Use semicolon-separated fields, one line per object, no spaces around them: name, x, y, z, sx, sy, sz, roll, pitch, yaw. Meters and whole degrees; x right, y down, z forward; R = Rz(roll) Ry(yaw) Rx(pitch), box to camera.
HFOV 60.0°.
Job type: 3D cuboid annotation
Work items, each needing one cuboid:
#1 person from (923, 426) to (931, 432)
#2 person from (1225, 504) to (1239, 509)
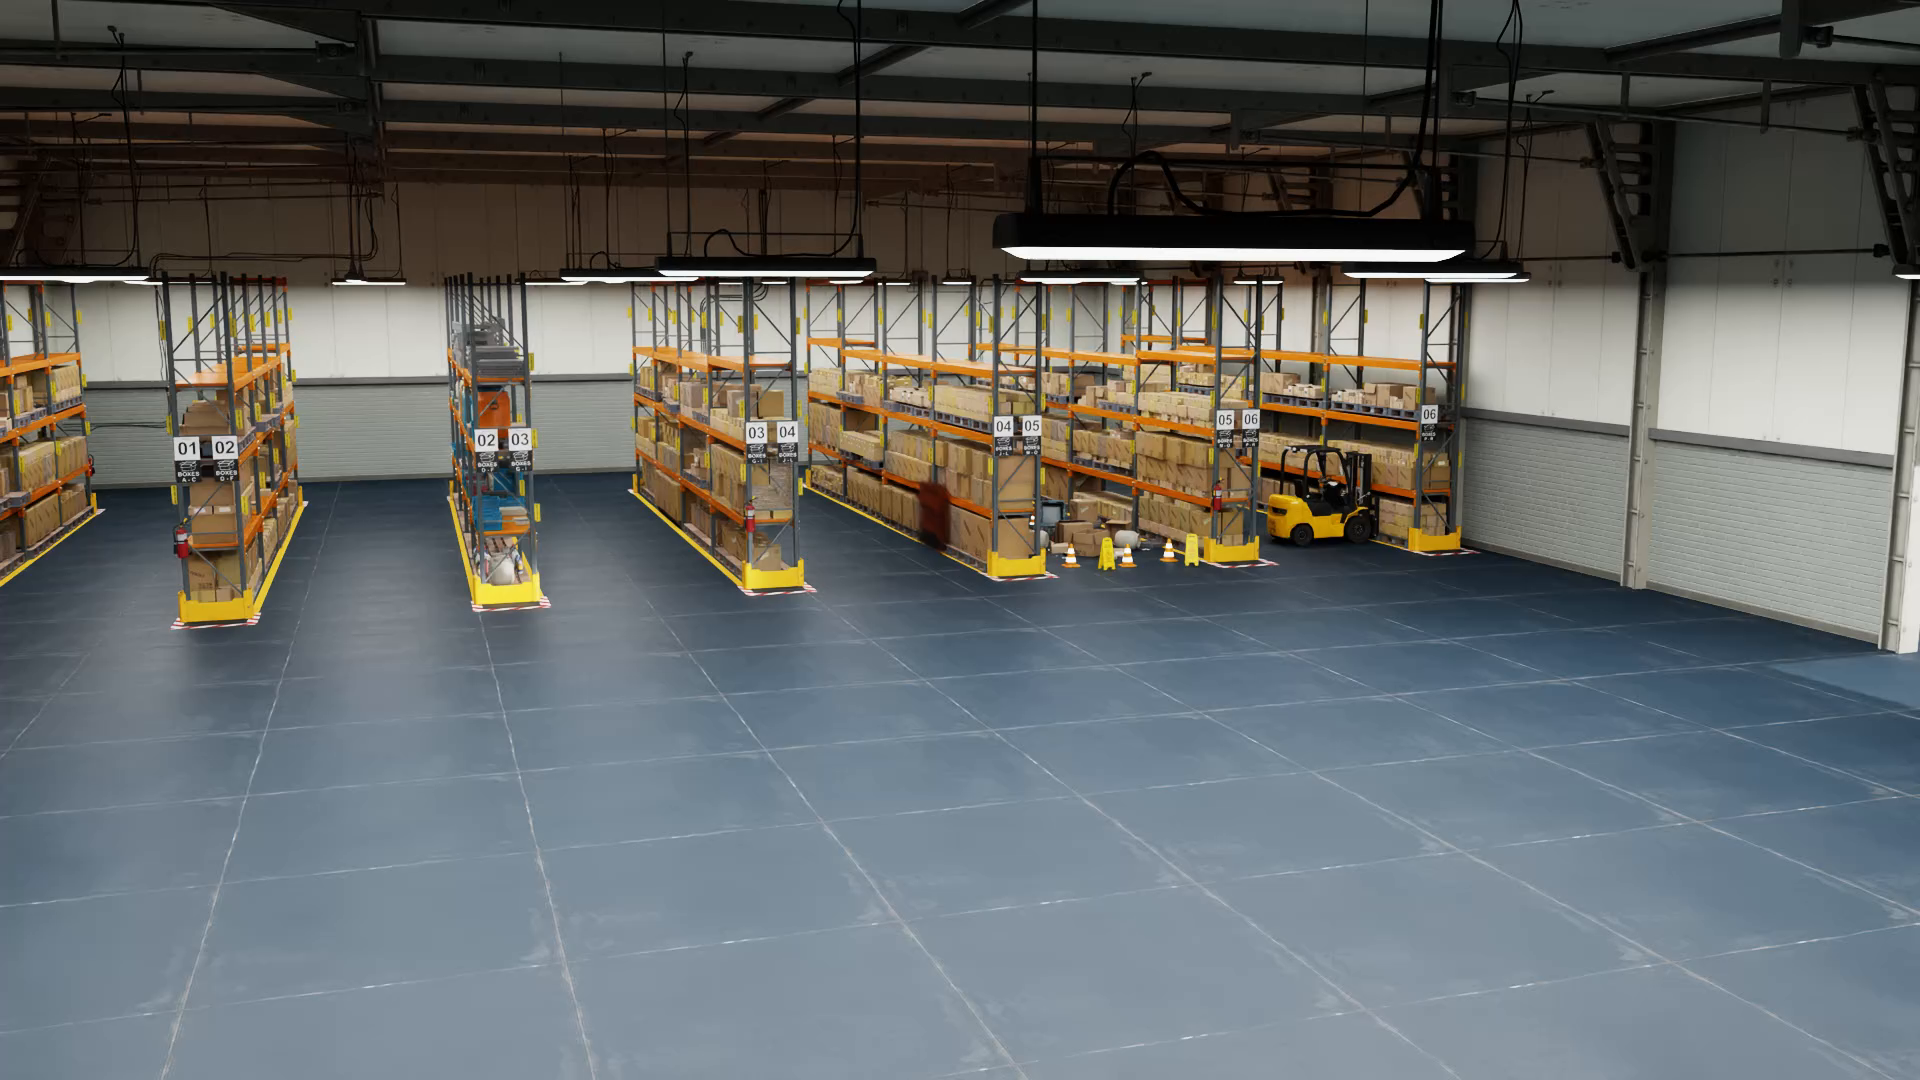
person;-0.941;-2.507;48.985;0.791;1.743;0.605;0;9;-3
person;6.558;-1.088;39.678;0.641;1.692;0.868;-5;10;-30
